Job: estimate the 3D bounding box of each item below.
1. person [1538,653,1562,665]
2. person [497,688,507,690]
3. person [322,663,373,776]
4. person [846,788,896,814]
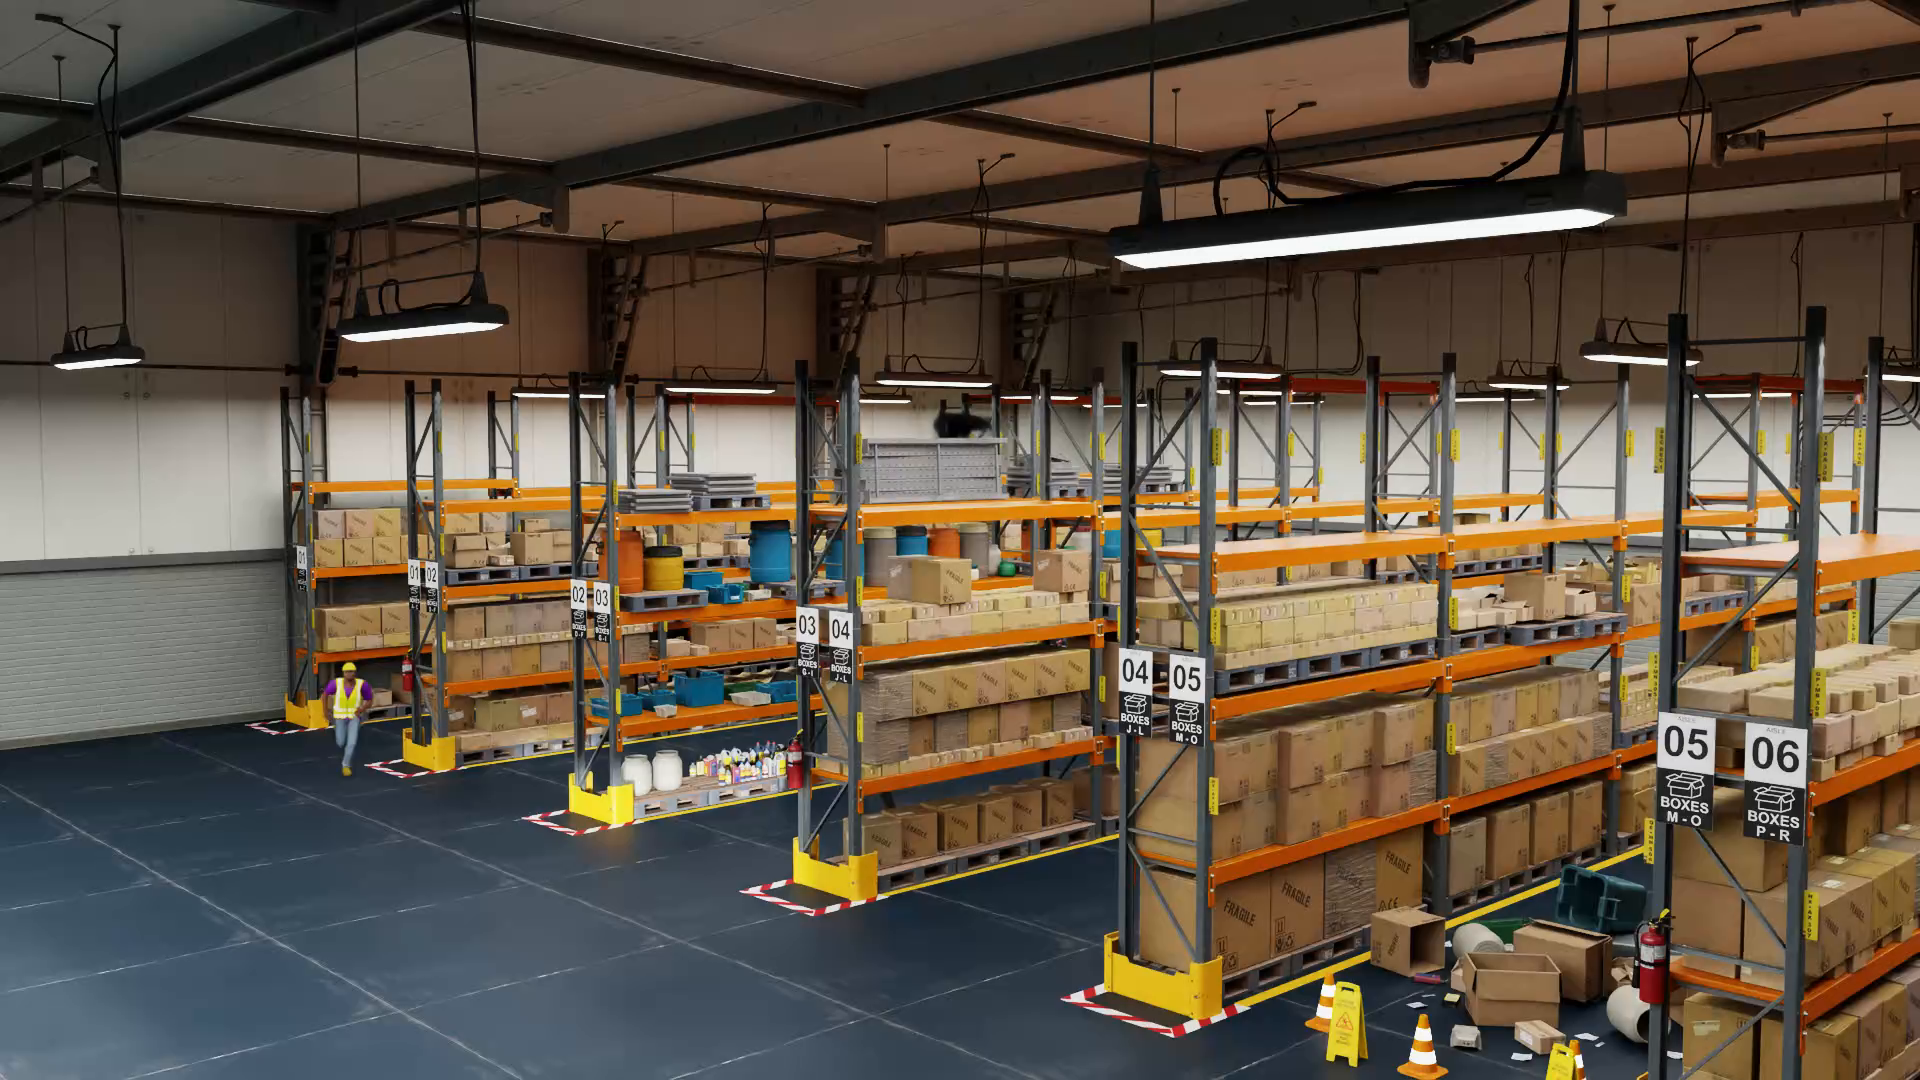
[{"bbox_3d":[10.681,2.342,30.435,0.639,1.777,0.892,-3,5,-37],"label":"person"},{"bbox_3d":[-8.070,2.457,29.184,0.647,1.679,0.670,2,4,25],"label":"person"},{"bbox_3d":[-9.328,2.708,25.336,0.738,1.715,0.692,-1,4,-15],"label":"person"},{"bbox_3d":[-1.197,2.954,21.983,0.558,1.629,0.901,3,5,43],"label":"person"}]
